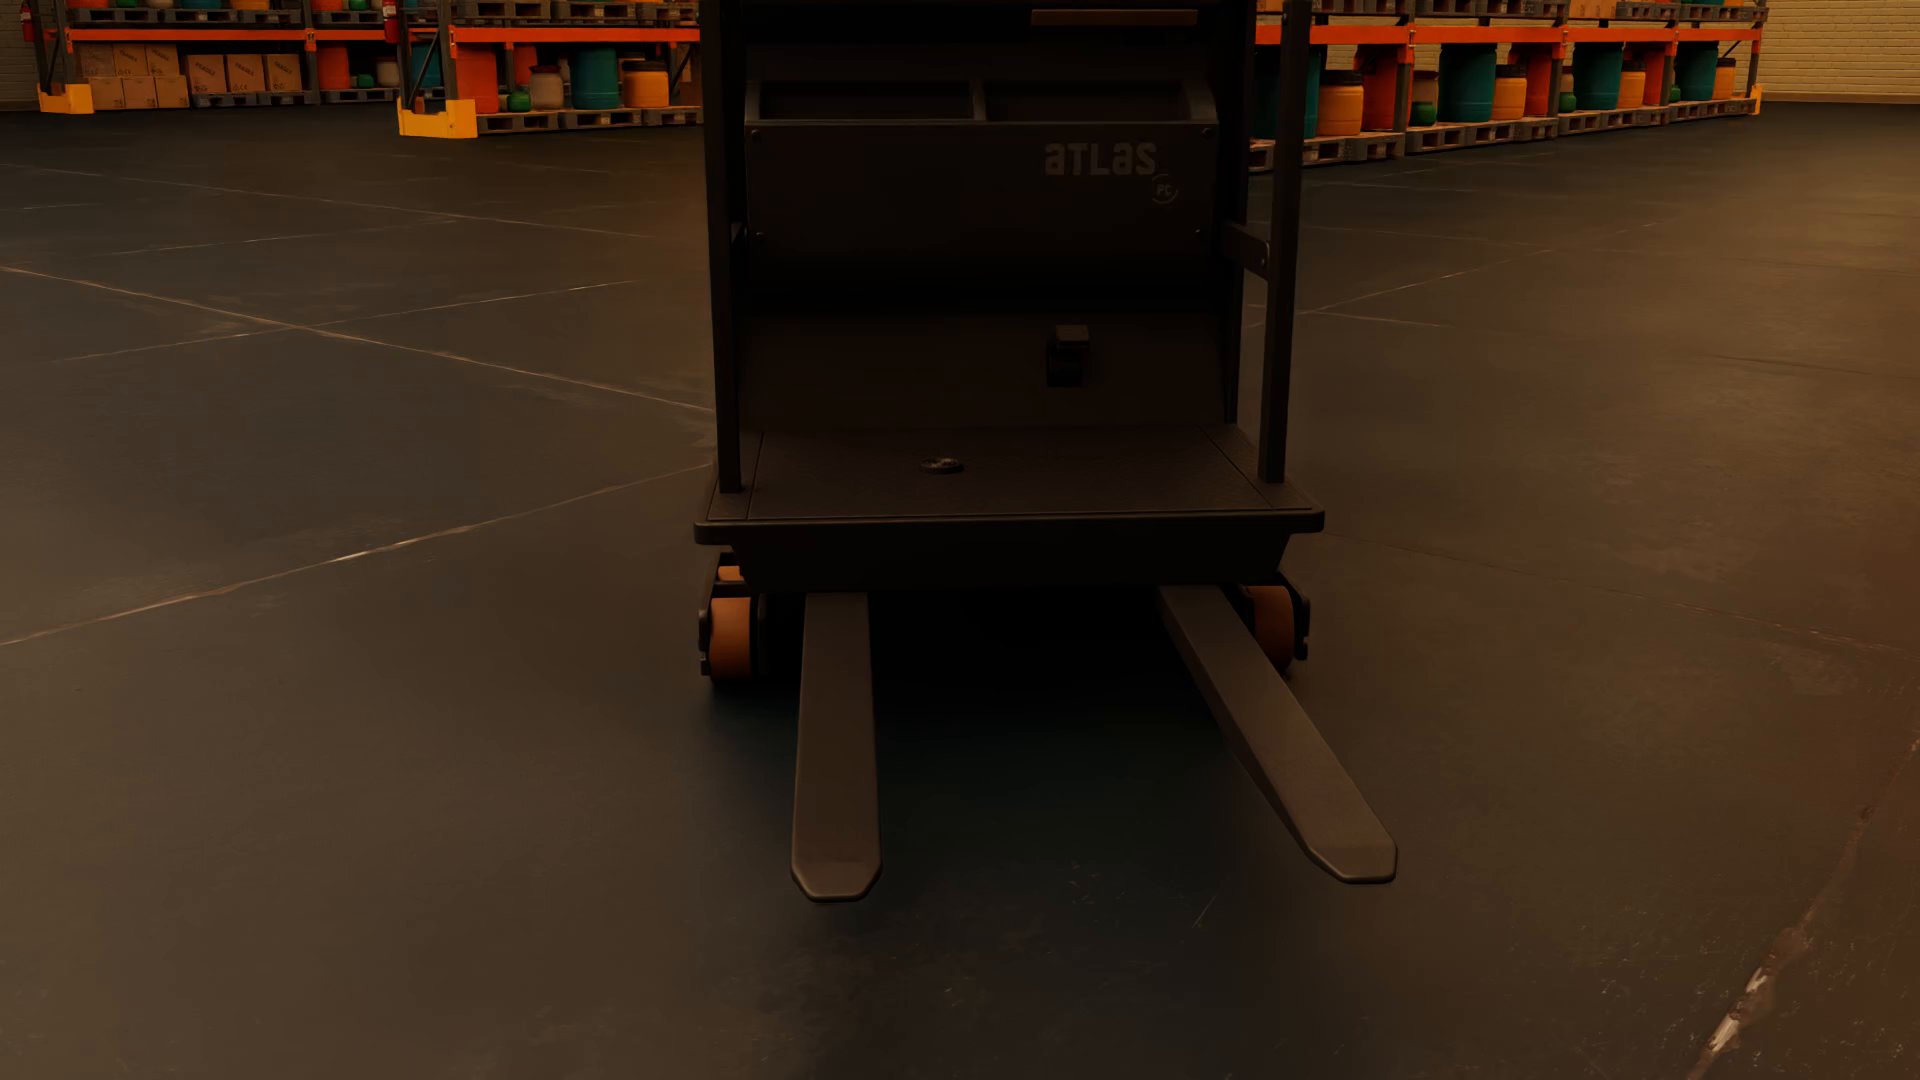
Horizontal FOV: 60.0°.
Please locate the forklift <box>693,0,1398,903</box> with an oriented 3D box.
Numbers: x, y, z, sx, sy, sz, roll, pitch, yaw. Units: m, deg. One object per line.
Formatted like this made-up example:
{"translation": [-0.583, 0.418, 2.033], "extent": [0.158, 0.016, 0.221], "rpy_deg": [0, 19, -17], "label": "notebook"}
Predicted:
{"translation": [0.060, -1.234, 2.963], "extent": [1.130, 2.935, 3.031], "rpy_deg": [-1, 17, -4], "label": "forklift"}
